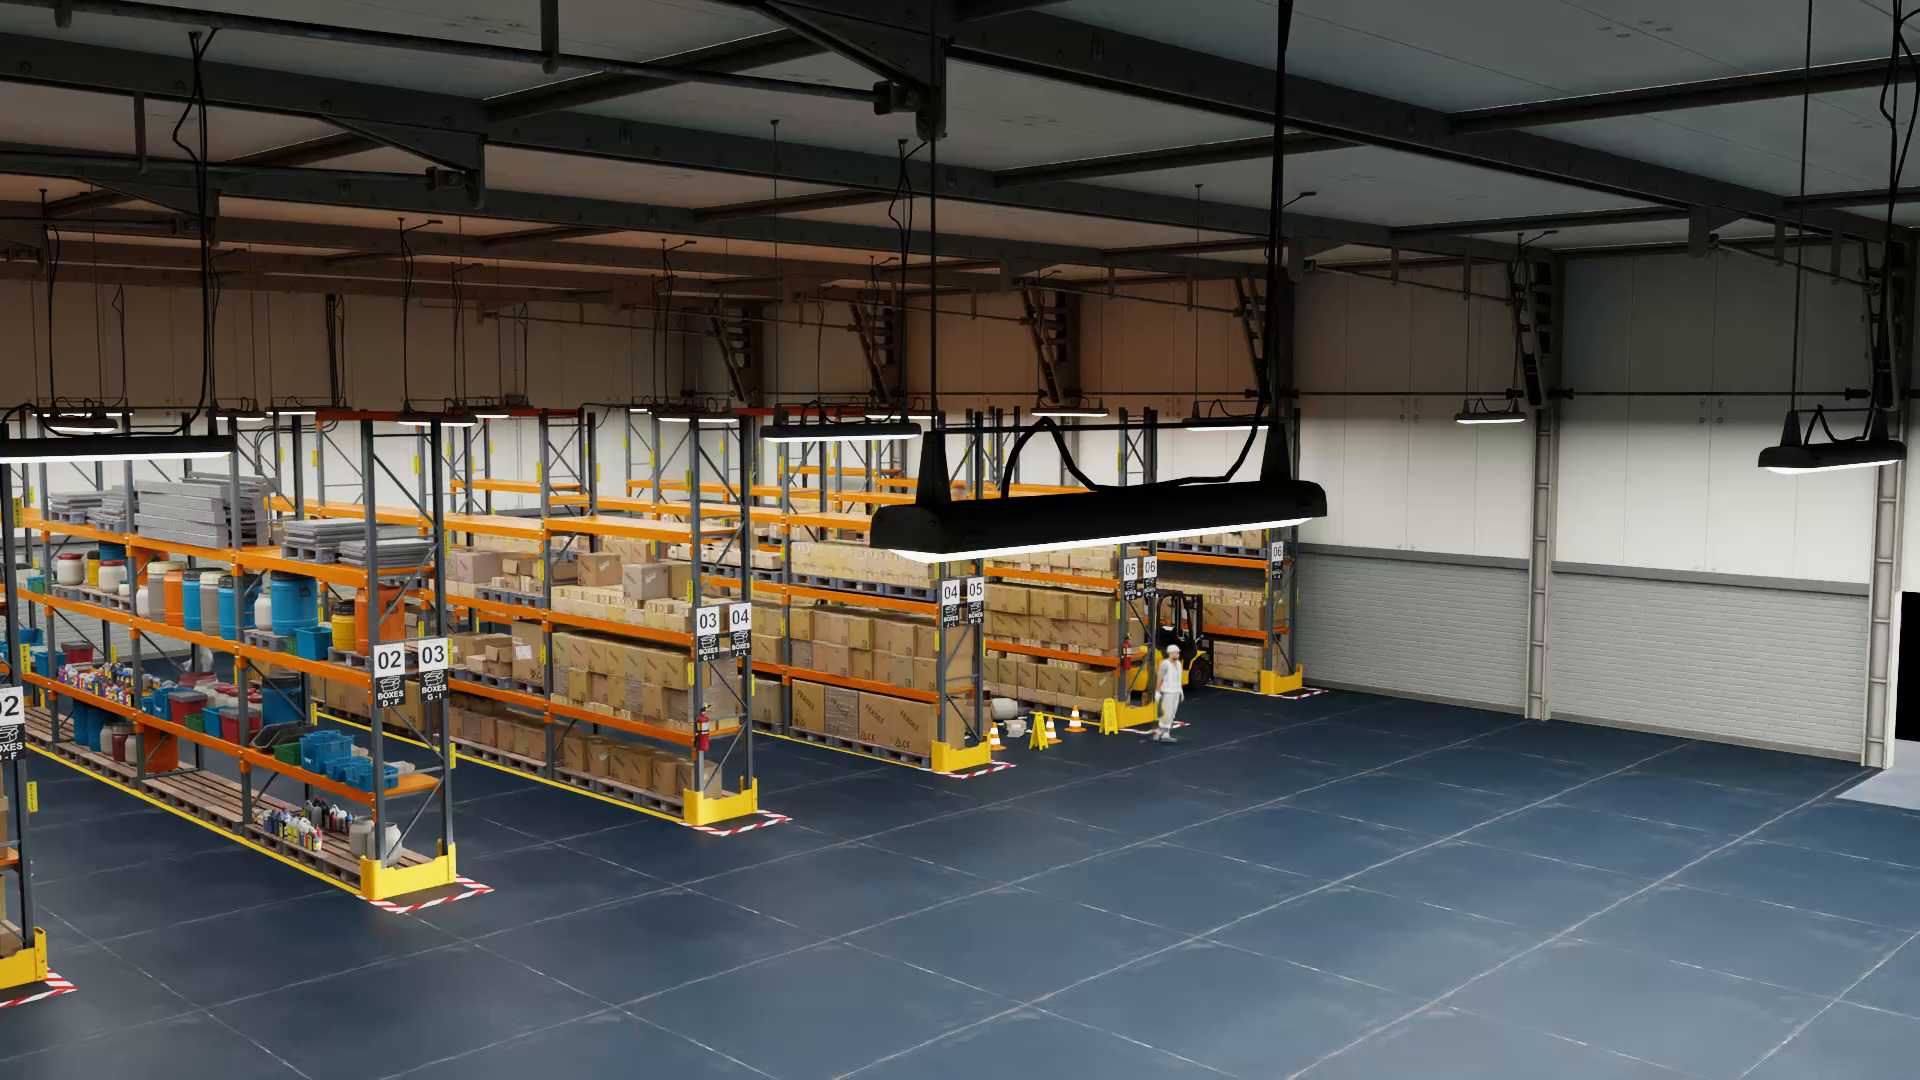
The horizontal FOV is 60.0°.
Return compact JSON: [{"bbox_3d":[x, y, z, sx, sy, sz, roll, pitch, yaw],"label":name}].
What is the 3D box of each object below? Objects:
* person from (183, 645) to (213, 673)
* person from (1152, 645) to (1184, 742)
[{"bbox_3d":[-16.749,2.331,36.929,0.981,1.483,0.607,1,5,6],"label":"person"},{"bbox_3d":[3.760,2.773,30.039,0.616,1.781,0.427,-5,7,-44],"label":"person"}]
